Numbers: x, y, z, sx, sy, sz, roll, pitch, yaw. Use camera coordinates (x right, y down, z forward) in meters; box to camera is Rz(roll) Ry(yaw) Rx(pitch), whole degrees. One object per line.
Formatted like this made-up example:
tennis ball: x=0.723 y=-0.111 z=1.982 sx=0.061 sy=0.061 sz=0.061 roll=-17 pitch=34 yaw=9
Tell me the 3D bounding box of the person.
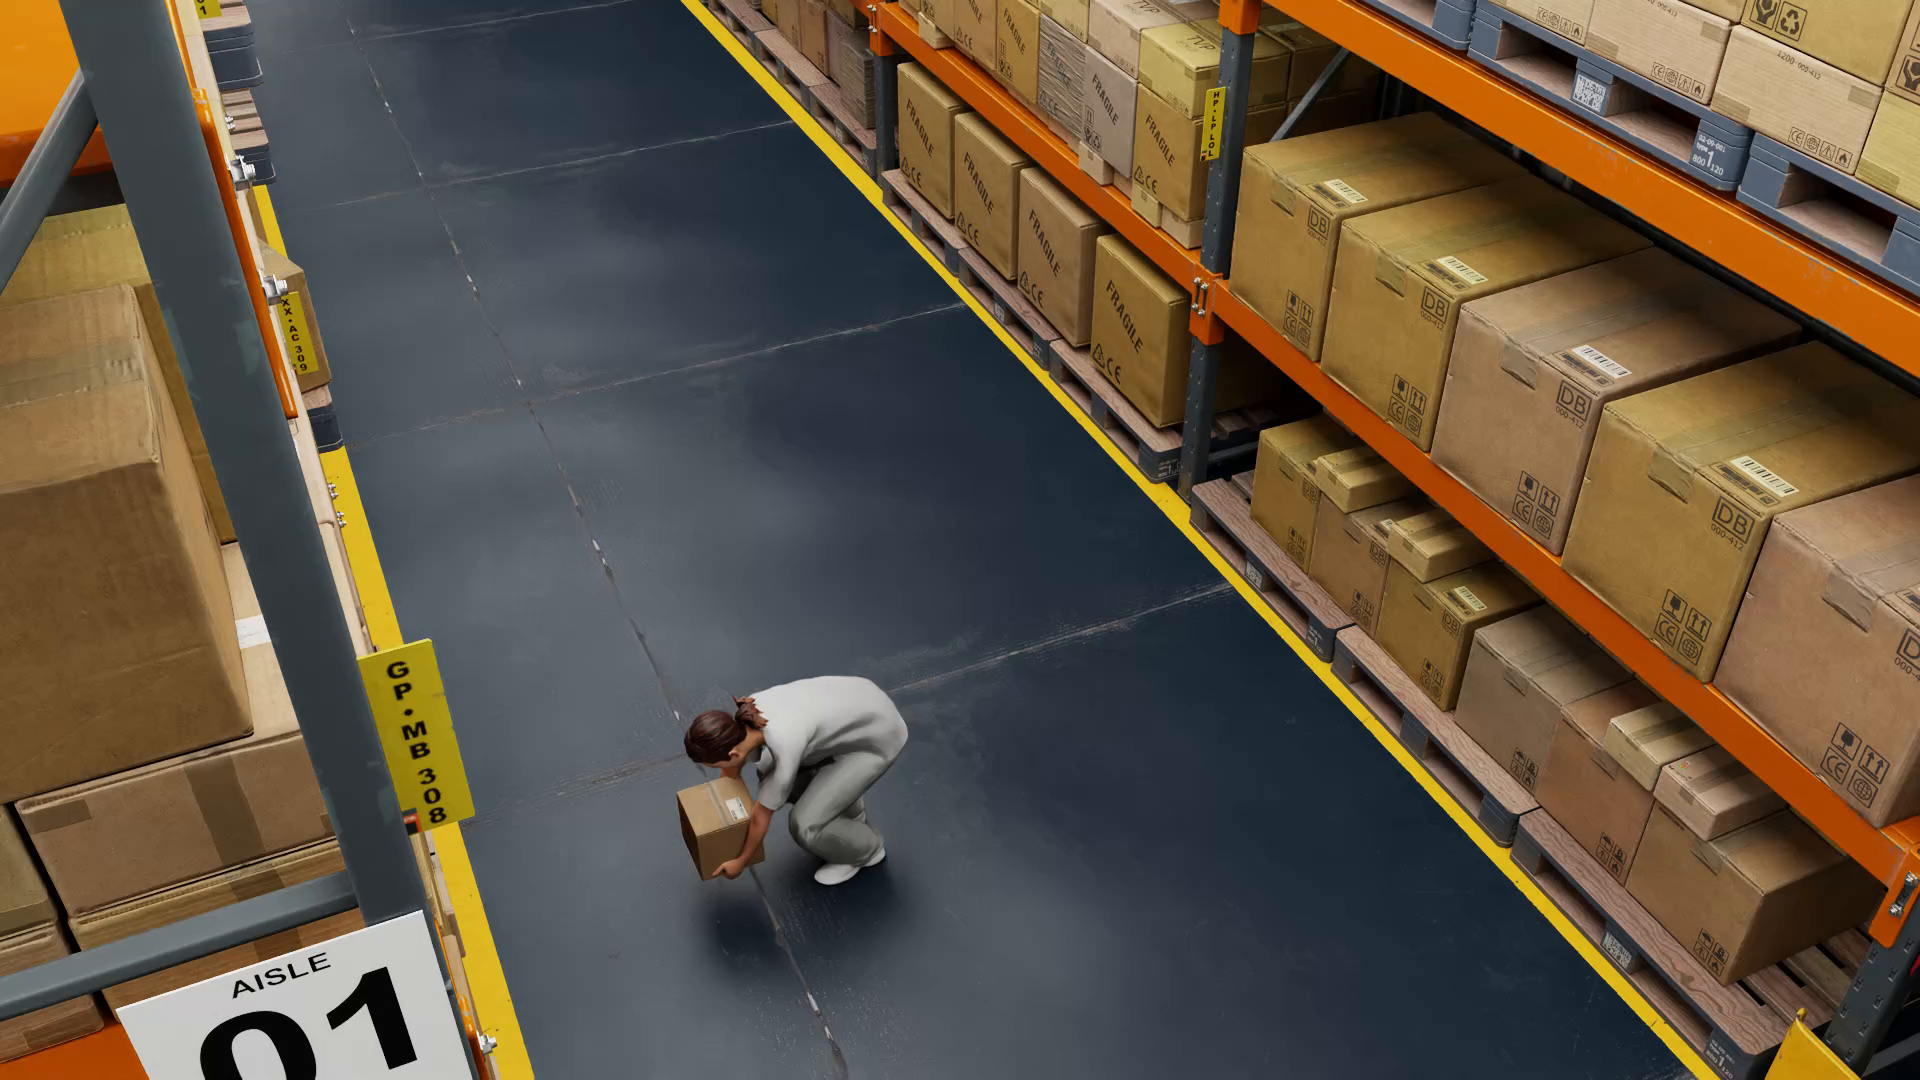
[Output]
person: x=-0.605 y=0.893 z=6.292 sx=0.842 sy=0.943 sz=0.472 roll=-17 pitch=41 yaw=-21
